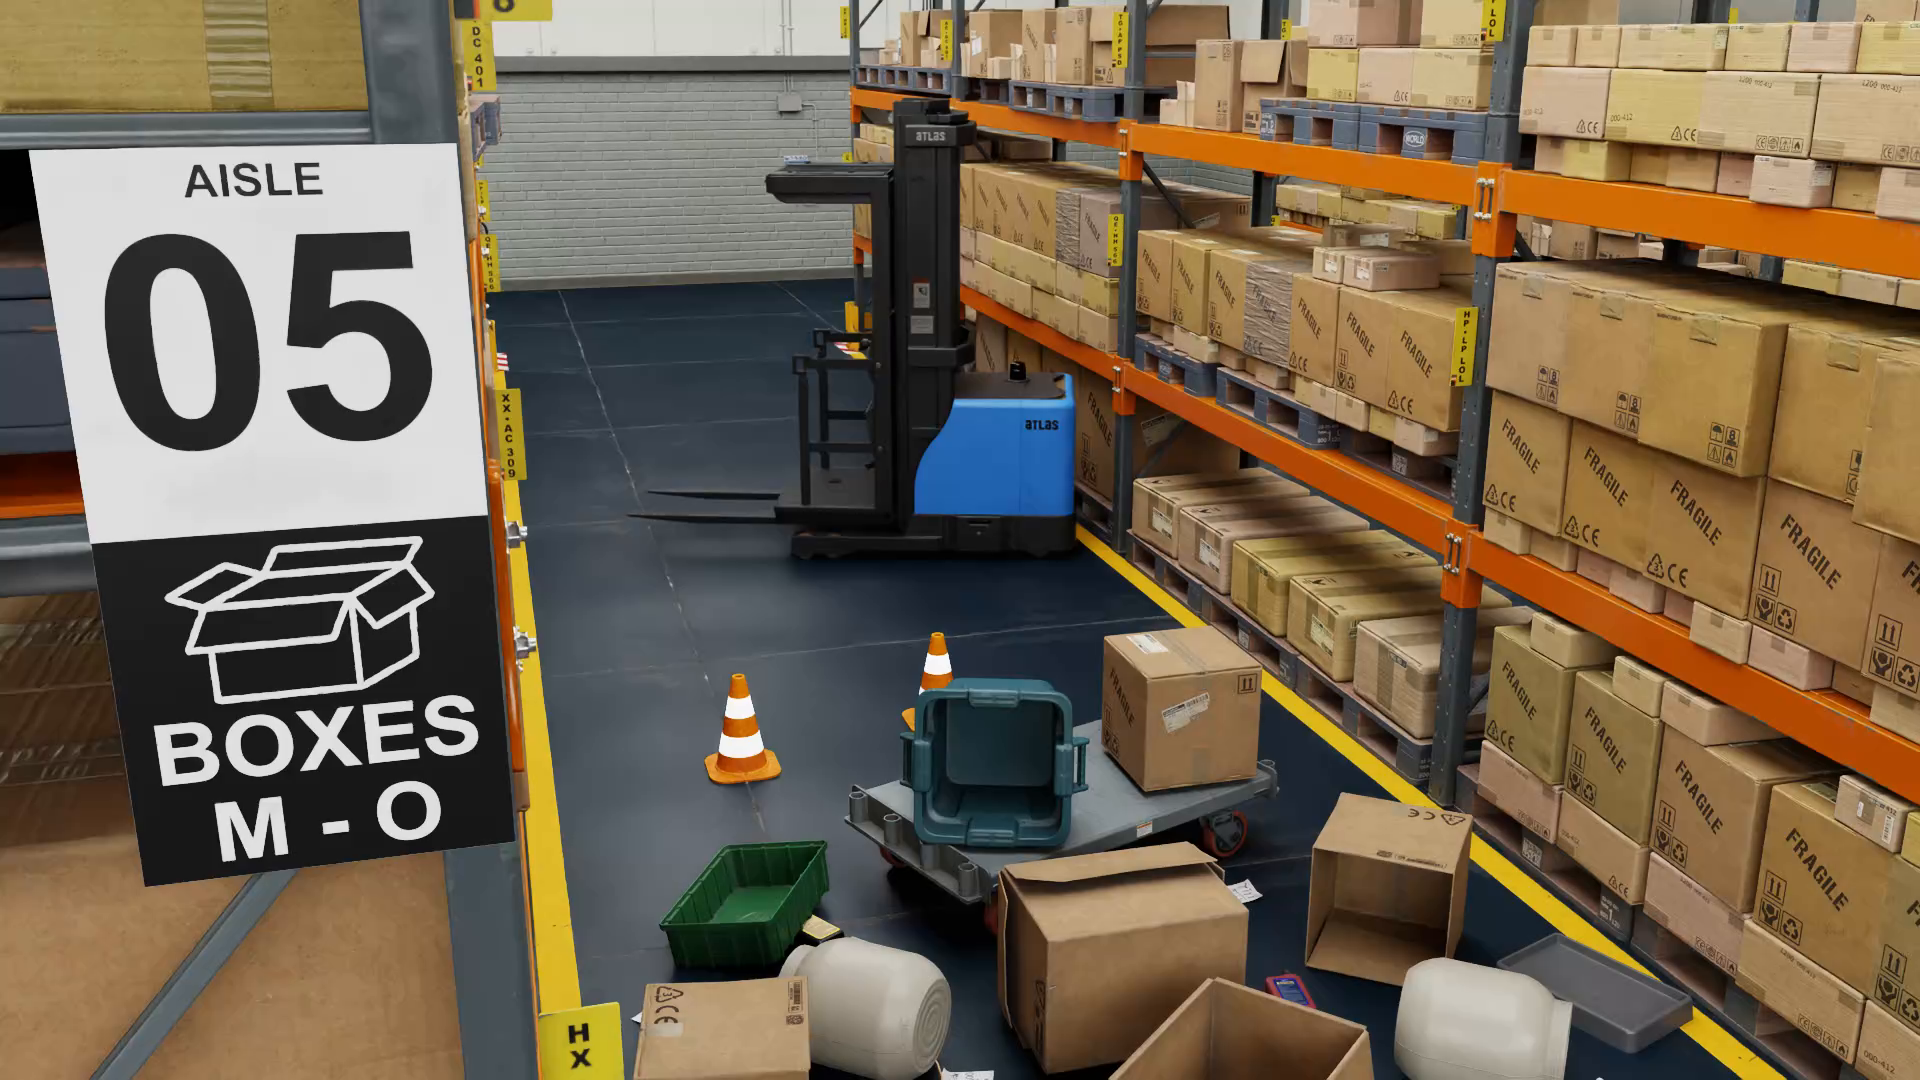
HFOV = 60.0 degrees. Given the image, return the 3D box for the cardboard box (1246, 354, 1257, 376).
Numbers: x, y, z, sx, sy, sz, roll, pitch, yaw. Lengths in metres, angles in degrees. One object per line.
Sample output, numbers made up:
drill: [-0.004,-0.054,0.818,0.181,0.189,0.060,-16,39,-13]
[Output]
cardboard box: [1.820,-0.998,9.269,0.380,0.149,0.250,-4,17,-13]

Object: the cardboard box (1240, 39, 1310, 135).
cardboard box: [1.967,-2.462,9.041,0.797,0.503,0.637,-5,17,-15]

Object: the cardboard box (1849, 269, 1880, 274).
cardboard box: [6.267,-1.893,11.240,0.380,0.149,0.250,-4,17,-14]

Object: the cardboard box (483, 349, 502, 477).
cardboard box: [-1.780,-0.211,4.804,0.875,0.550,0.550,-5,17,-15]

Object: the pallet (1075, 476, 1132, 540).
pallet: [1.377,-0.284,12.031,1.003,0.211,1.213,-5,17,-15]

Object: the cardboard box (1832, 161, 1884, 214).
cardboard box: [2.894,-1.073,5.031,0.380,0.149,0.250,-5,17,-15]

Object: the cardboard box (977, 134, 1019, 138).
cardboard box: [0.333,-3.734,15.629,0.380,0.149,0.250,-5,17,-17]

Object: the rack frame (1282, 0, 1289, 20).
rack frame: [4.094,-6.875,18.698,1.000,3.000,0.127,-5,17,-15]

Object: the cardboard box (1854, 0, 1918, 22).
cardboard box: [6.257,-3.303,10.942,0.500,0.500,0.500,-5,17,-15]

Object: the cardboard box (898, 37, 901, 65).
cardboard box: [-0.314,-4.833,16.366,0.500,0.311,0.500,-4,17,-14]

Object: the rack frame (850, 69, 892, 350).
rack frame: [-0.678,-3.609,18.251,1.000,3.000,0.127,-5,17,-15]

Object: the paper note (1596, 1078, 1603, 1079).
paper note: [2.103,1.800,5.405,0.142,0.019,0.148,-12,20,-34]

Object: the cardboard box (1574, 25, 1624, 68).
cardboard box: [2.492,-1.805,6.083,0.380,0.149,0.250,-4,17,-14]

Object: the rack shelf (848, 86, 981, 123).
rack shelf: [-0.128,-4.147,16.081,1.077,0.370,4.000,-5,17,-15]

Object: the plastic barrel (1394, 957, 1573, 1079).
plastic barrel: [1.696,1.599,5.392,0.512,0.421,0.421,7,18,23]

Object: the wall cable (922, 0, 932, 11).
wall cable: [0.901,-8.319,23.441,2.988,3.039,0.133,-5,17,-15]

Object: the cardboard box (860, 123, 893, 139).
cardboard box: [-0.846,-4.326,17.600,0.380,0.149,0.250,-4,17,-14]

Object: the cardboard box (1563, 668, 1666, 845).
cardboard box: [2.681,0.799,6.324,0.500,0.500,0.500,-4,17,-13]

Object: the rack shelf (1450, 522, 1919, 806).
rack shelf: [3.170,0.608,5.463,1.077,0.370,4.000,-5,17,-15]

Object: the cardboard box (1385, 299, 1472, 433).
cardboard box: [2.272,-0.790,7.448,0.500,0.500,0.500,-5,17,-16]

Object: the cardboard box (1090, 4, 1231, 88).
cardboard box: [1.272,-3.175,10.685,0.797,0.503,0.637,-6,18,-19]

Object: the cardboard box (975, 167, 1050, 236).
cardboard box: [0.433,-2.746,13.468,0.500,0.500,0.500,-5,17,-16]

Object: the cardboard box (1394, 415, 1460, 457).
cardboard box: [2.213,-0.491,7.578,0.380,0.149,0.250,-4,17,-14]

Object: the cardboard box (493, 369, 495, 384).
cardboard box: [-2.411,-0.503,7.739,0.500,0.500,0.500,-4,17,-14]

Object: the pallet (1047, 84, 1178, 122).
pallet: [1.293,-2.916,11.059,1.213,0.211,1.003,-4,17,-13]

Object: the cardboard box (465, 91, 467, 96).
cardboard box: [-1.076,-0.728,2.981,0.380,0.149,0.250,-5,17,-15]

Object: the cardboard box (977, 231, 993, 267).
cardboard box: [0.442,-2.384,13.565,0.500,0.250,0.500,-4,17,-14]

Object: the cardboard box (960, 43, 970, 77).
cardboard box: [0.223,-3.909,13.542,0.396,0.266,0.258,-5,17,-16]

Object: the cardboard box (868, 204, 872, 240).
cardboard box: [-0.656,-3.363,17.261,0.500,0.500,0.500,-5,17,-16]

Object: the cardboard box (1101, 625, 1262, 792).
cardboard box: [0.917,0.694,6.956,0.500,0.500,0.500,-5,17,-15]

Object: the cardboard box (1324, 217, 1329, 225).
cardboard box: [4.229,-3.485,18.275,0.380,0.149,0.250,-4,17,-14]

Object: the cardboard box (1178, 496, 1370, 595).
cardboard box: [1.877,0.022,10.002,0.950,0.372,0.625,-5,17,-16]

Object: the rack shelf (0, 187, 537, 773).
rack shelf: [-1.562,-0.409,3.635,1.077,0.370,4.000,-5,17,-15]

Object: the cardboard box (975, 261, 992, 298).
cardboard box: [0.432,-2.145,13.639,0.500,0.250,0.500,-5,17,-17]

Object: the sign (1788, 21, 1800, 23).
sign: [5.770,-3.431,11.547,0.100,0.325,0.005,-5,17,-15]

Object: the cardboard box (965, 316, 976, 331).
cardboard box: [0.106,-1.906,16.307,0.875,0.438,0.875,-5,17,-17]

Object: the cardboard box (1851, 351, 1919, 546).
cardboard box: [2.998,-0.250,4.640,0.700,0.500,0.500,-5,17,-16]

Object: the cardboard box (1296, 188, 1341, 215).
cardboard box: [4.098,-3.786,18.587,0.500,0.250,0.500,-5,17,-15]

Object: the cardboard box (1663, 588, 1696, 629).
cardboard box: [2.758,0.223,5.933,0.380,0.149,0.250,-5,17,-16]

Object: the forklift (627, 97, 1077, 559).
forklift: [-0.726,-1.431,11.122,3.031,2.935,1.130,1,17,3]

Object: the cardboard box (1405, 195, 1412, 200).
cardboard box: [4.891,-3.542,17.772,0.500,0.250,0.500,-5,17,-15]

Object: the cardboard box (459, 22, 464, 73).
cardboard box: [-1.455,-1.232,3.965,0.500,0.250,0.500,-5,17,-16]

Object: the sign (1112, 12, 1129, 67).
sign: [0.985,-3.076,10.229,0.100,0.325,0.005,-5,17,-15]

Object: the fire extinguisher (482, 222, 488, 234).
fire extinguisher: [-5.035,-3.080,17.273,0.296,0.674,0.183,-5,17,-15]

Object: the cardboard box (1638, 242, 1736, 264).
cardboard box: [5.691,-2.185,13.042,0.500,0.250,0.500,-6,18,-18]

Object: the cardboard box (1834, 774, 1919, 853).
cardboard box: [2.946,0.823,5.116,0.380,0.149,0.250,-4,17,-13]

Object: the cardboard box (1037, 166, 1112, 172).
cardboard box: [0.935,-2.783,13.590,0.500,0.500,0.500,-4,17,-14]

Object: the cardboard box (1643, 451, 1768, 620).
cardboard box: [2.759,-0.059,5.743,0.500,0.500,0.500,-5,17,-16]

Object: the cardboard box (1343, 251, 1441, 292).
cardboard box: [2.074,-1.291,7.987,0.380,0.149,0.250,-5,17,-17]

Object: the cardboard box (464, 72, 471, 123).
cardboard box: [-1.562,-1.219,4.614,0.380,0.149,0.250,-4,17,-14]
